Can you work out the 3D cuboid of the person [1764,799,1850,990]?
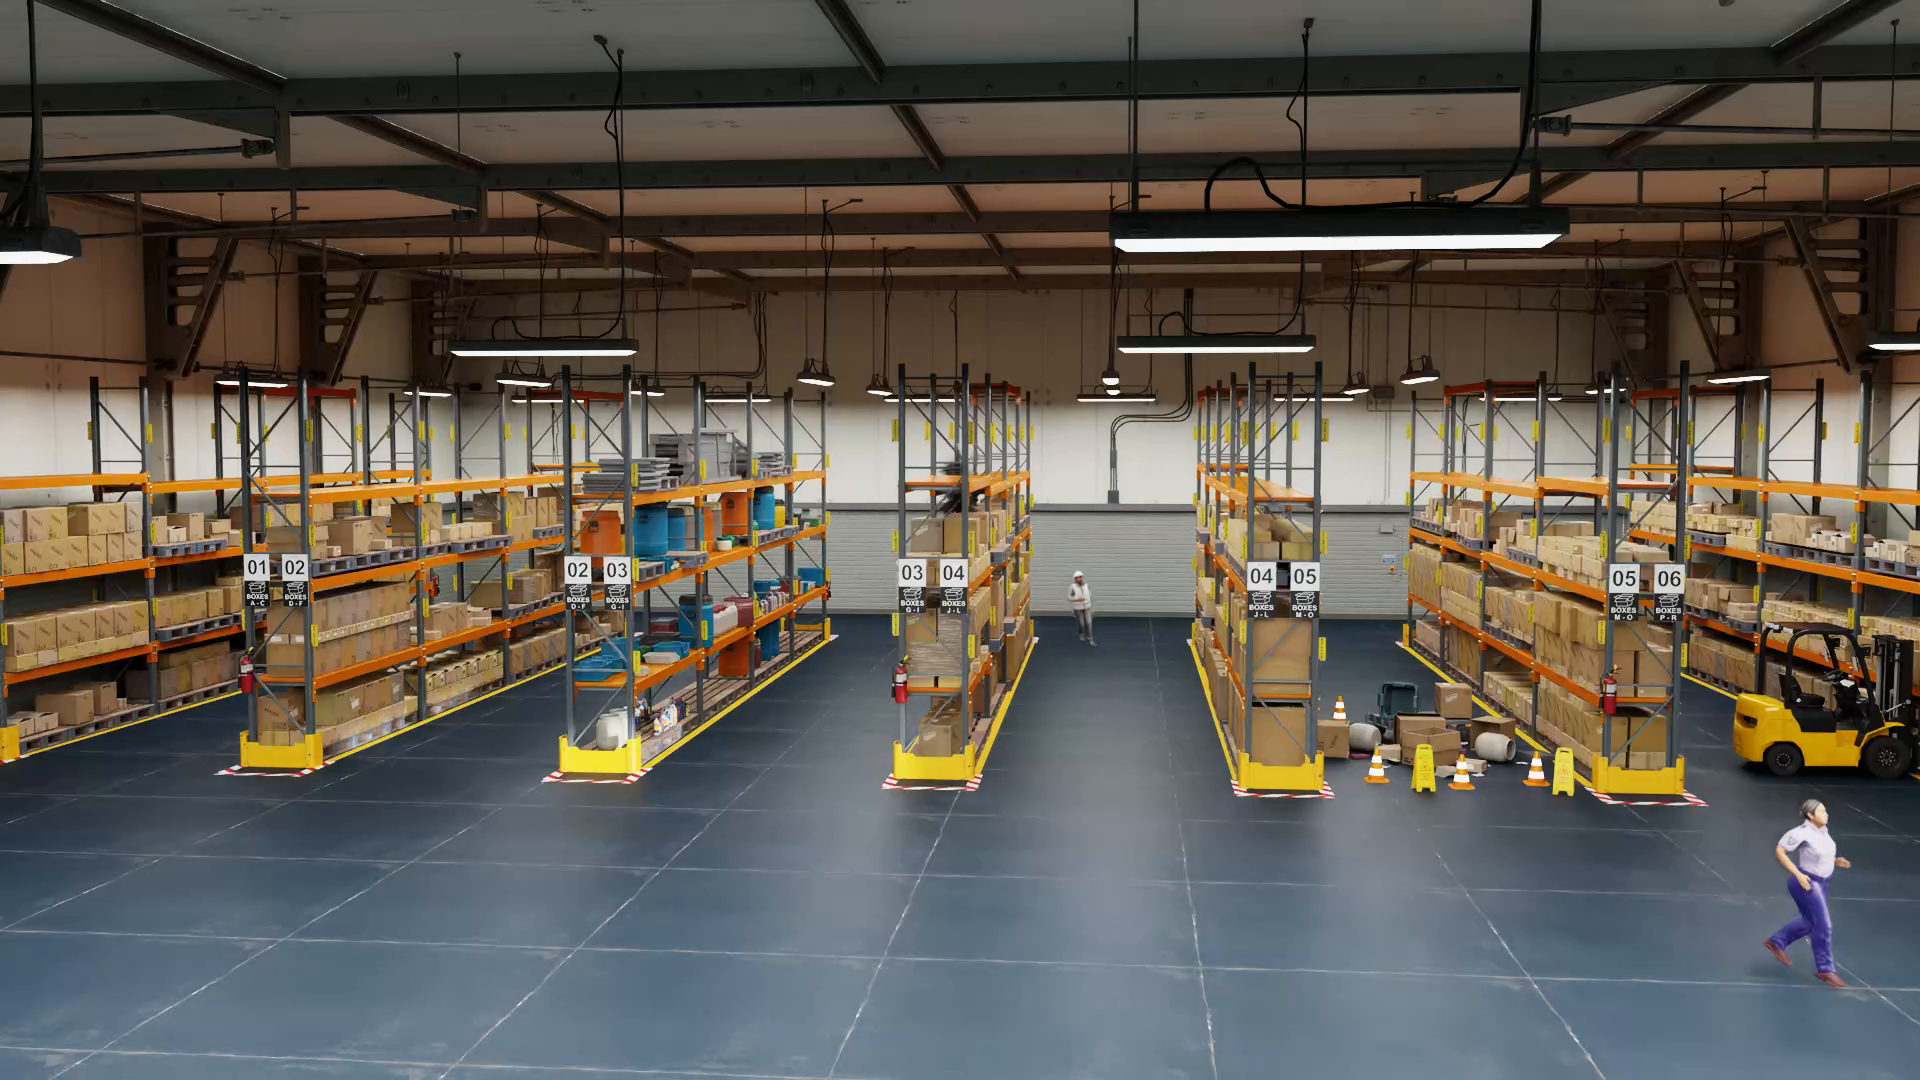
[{"bbox_3d":[7.801,3.202,15.262,0.602,1.671,0.780,-3,5,-42],"label":"person"}]

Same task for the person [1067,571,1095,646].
[{"bbox_3d":[2.840,1.619,39.437,0.687,1.770,0.873,-1,4,-17],"label":"person"}]
